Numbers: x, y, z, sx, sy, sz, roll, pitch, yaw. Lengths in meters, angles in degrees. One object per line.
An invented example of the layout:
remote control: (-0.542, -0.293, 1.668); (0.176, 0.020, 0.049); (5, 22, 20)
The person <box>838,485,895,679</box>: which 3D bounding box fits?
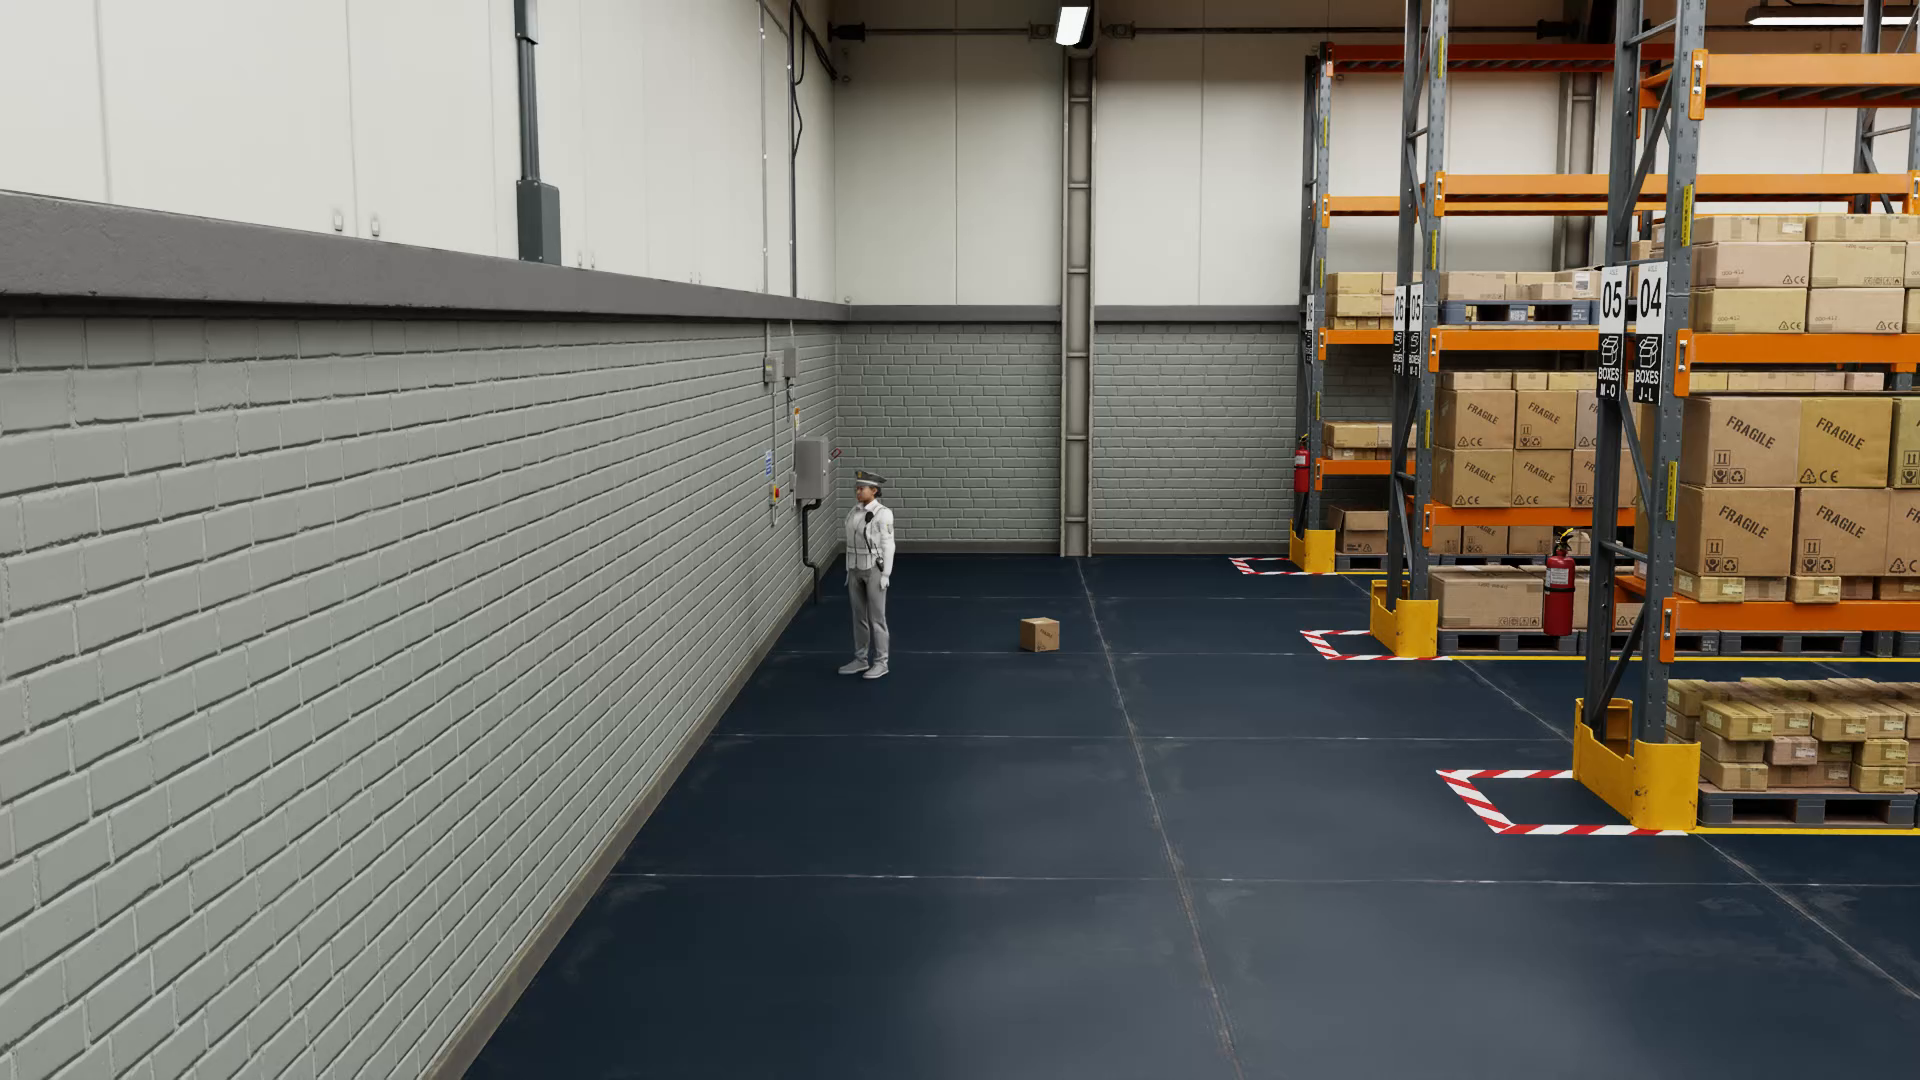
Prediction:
person: (-0.762, 0.285, 13.576); (0.465, 1.660, 0.327); (6, 10, 41)
